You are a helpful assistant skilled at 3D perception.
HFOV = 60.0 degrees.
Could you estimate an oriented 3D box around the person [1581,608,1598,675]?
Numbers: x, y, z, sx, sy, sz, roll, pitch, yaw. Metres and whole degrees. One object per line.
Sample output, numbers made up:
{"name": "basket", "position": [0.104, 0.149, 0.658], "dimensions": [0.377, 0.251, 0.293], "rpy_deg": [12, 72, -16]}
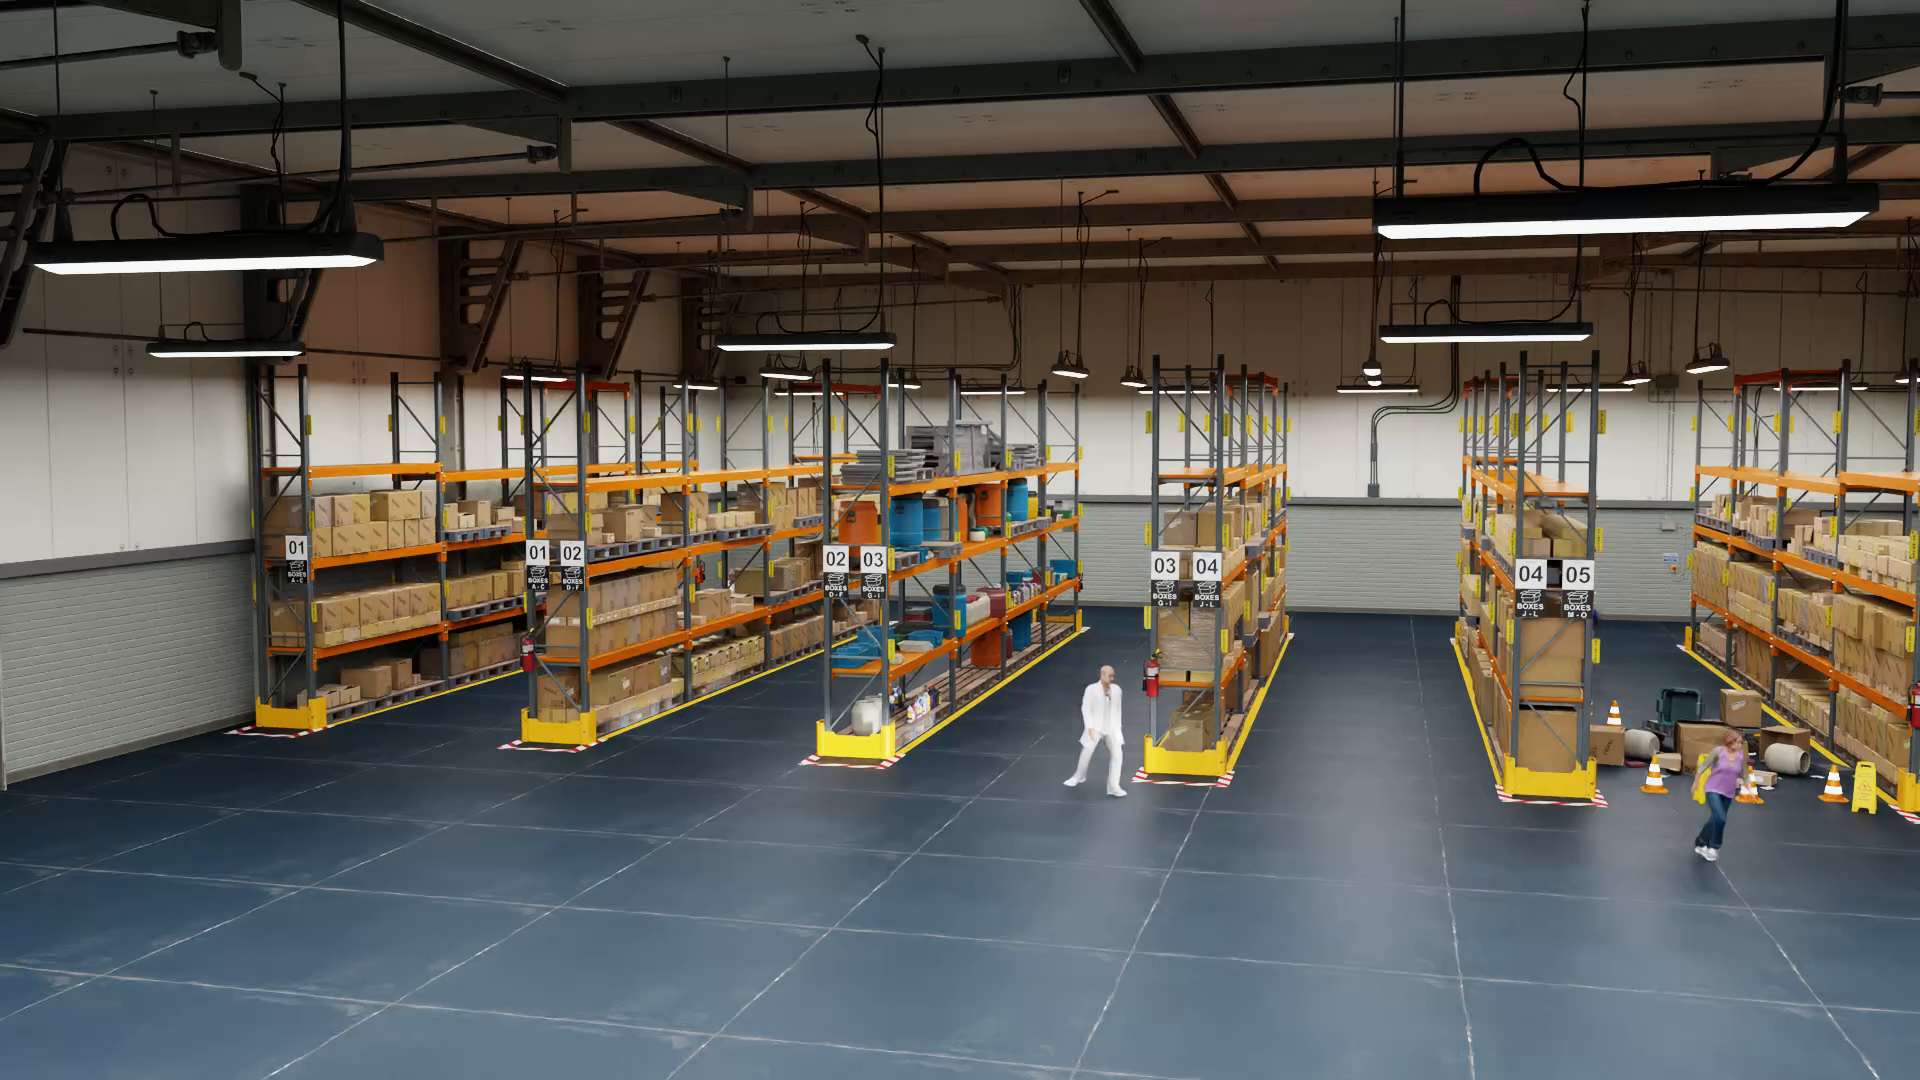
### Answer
{"name": "person", "position": [12.458, 1.909, 33.170], "dimensions": [0.573, 1.632, 0.955], "rpy_deg": [1, 4, 10]}

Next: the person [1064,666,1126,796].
{"name": "person", "position": [1.848, 2.566, 22.588], "dimensions": [0.771, 1.745, 0.878], "rpy_deg": [-1, 4, -9]}

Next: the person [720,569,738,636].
{"name": "person", "position": [-5.203, 1.529, 37.578], "dimensions": [0.659, 1.754, 0.646], "rpy_deg": [1, 4, 10]}

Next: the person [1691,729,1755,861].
{"name": "person", "position": [8.731, 2.907, 19.046], "dimensions": [0.506, 1.537, 0.723], "rpy_deg": [-1, 4, -11]}
